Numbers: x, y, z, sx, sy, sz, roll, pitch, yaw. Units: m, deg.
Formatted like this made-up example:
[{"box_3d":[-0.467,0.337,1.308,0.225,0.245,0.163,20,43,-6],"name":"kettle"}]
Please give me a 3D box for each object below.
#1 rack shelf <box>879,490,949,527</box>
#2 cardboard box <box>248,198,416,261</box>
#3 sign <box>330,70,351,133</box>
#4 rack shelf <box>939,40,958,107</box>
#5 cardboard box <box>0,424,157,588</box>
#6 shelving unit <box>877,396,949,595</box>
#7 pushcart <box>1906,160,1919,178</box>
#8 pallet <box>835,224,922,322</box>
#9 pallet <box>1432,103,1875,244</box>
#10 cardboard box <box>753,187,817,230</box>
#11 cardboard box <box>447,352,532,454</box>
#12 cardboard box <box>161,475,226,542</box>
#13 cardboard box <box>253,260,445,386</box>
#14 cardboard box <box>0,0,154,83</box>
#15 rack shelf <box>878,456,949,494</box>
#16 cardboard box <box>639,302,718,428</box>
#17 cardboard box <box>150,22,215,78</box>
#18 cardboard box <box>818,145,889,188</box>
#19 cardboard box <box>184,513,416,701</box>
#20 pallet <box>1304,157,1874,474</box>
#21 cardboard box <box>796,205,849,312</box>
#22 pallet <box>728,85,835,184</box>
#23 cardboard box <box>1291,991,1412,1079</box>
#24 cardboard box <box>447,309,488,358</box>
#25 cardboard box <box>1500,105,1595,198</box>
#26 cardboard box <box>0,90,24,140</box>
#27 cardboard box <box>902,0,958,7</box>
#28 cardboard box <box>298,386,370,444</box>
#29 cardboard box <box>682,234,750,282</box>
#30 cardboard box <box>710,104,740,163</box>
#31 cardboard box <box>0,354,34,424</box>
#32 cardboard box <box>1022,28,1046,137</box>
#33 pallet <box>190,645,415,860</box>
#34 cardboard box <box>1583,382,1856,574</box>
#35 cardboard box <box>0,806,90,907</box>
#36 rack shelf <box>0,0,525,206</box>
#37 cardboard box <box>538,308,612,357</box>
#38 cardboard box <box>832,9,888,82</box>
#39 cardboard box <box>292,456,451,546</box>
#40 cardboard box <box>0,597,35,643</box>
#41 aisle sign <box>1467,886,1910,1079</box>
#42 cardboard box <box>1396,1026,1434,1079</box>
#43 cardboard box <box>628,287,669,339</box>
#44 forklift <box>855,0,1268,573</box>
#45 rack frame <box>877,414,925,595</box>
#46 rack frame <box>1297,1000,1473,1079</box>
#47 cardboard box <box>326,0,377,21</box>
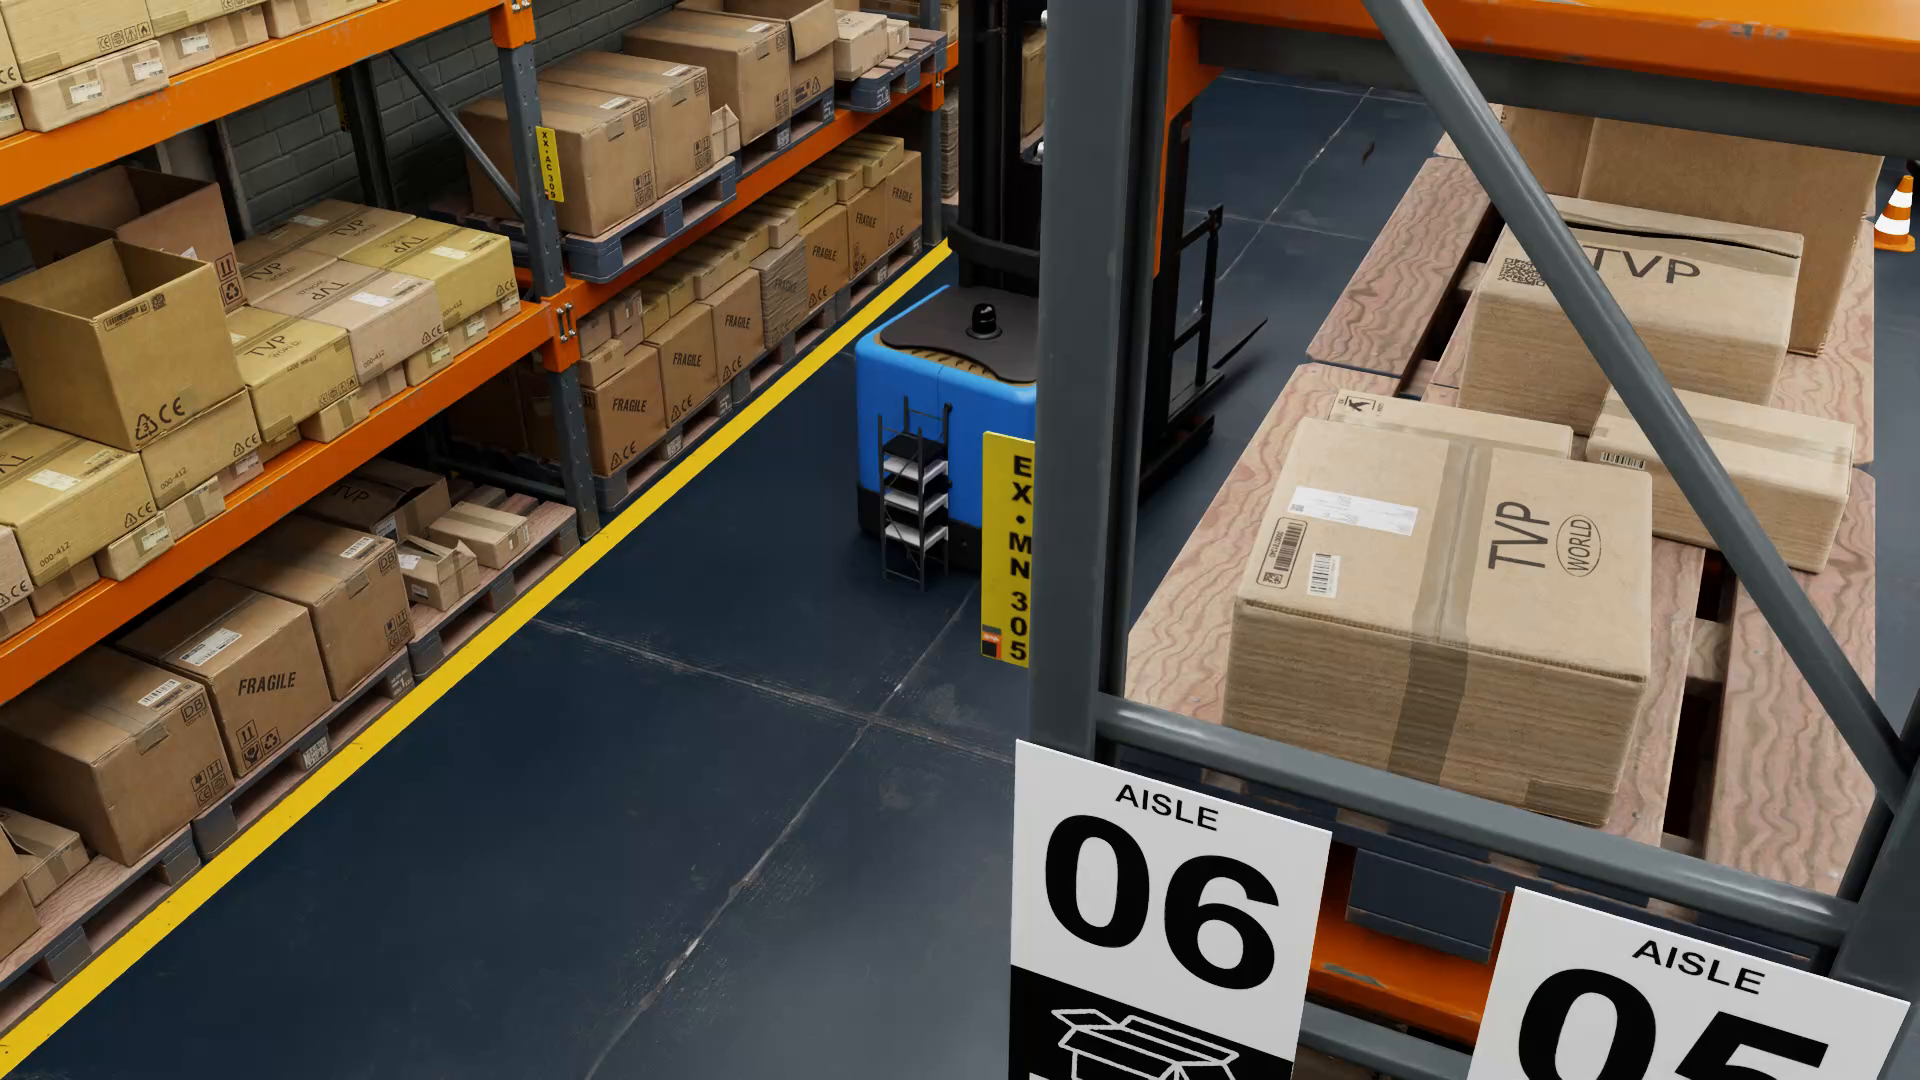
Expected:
[{"box_3d":[-0.214,-0.174,7.755,0.258,0.077,0.200,20,38,27],"name":"rack shelf"},{"box_3d":[-2.729,-1.262,7.305,0.500,0.250,0.500,14,36,20],"name":"cardboard box"},{"box_3d":[-2.782,-1.995,7.501,0.100,0.325,0.005,14,36,20],"name":"sign"},{"box_3d":[0.234,-4.073,12.382,1.077,0.370,4.000,14,36,20],"name":"rack shelf"},{"box_3d":[-3.095,-0.124,5.568,0.500,0.250,0.500,13,36,20],"name":"cardboard box"},{"box_3d":[-0.214,-0.202,7.737,0.258,0.900,0.210,20,38,27],"name":"shelving unit"},{"box_3d":[7.673,-2.638,11.929,1.648,0.377,0.936,3,33,4],"name":"pushcart"},{"box_3d":[-0.949,-1.848,10.876,1.003,0.211,1.213,14,36,20],"name":"pallet"},{"box_3d":[1.882,-1.061,4.478,1.003,0.211,1.213,14,36,20],"name":"pallet"},{"box_3d":[-1.071,-1.966,9.817,0.380,0.149,0.250,14,36,20],"name":"cardboard box"},{"box_3d":[-2.339,-0.828,8.674,0.500,0.500,0.500,14,36,20],"name":"cardboard box"},{"box_3d":[-2.887,-0.155,5.980,0.380,0.149,0.250,15,36,22],"name":"cardboard box"},{"box_3d":[-2.464,-0.885,6.729,0.500,0.250,0.500,14,36,21],"name":"cardboard box"},{"box_3d":[-2.901,-1.641,5.146,0.500,0.250,0.500,14,36,20],"name":"cardboard box"},{"box_3d":[-0.214,-0.324,7.657,0.258,0.077,0.200,20,38,27],"name":"rack shelf"},{"box_3d":[-1.656,-0.973,8.894,0.500,0.500,0.500,14,36,20],"name":"cardboard box"},{"box_3d":[-2.729,-1.660,5.540,0.380,0.149,0.250,15,36,21],"name":"cardboard box"},{"box_3d":[-0.665,-2.332,10.376,0.380,0.149,0.250,12,35,18],"name":"cardboard box"},{"box_3d":[-2.780,0.260,7.015,0.700,0.500,0.500,13,35,19],"name":"cardboard box"},{"box_3d":[1.370,-0.455,3.554,1.003,0.211,1.213,14,36,20],"name":"pallet"},{"box_3d":[-1.020,-1.740,10.065,0.500,0.500,0.500,16,36,23],"name":"cardboard box"},{"box_3d":[-1.412,-2.328,9.240,1.003,0.211,1.213,14,36,20],"name":"pallet"},{"box_3d":[0.528,0.788,2.719,0.380,0.149,0.250,15,36,21],"name":"cardboard box"},{"box_3d":[-2.269,-0.929,7.160,0.380,0.149,0.250,15,36,22],"name":"cardboard box"},{"box_3d":[1.699,-1.085,3.865,0.797,0.503,0.637,17,37,24],"name":"cardboard box"},{"box_3d":[-3.048,-1.278,4.958,0.380,0.149,0.250,14,36,20],"name":"cardboard box"},{"box_3d":[-0.173,-3.683,10.813,0.500,0.250,0.500,14,36,20],"name":"cardboard box"},{"box_3d":[-2.572,-0.536,6.561,0.380,0.149,0.250,14,36,20],"name":"cardboard box"},{"box_3d":[-1.395,-1.569,9.213,0.380,0.149,0.250,15,36,22],"name":"cardboard box"},{"box_3d":[-1.346,-2.109,8.470,0.396,0.266,0.258,16,36,23],"name":"cardboard box"},{"box_3d":[-3.351,-0.507,6.154,0.500,0.250,0.500,14,36,20],"name":"cardboard box"},{"box_3d":[0.218,-3.530,12.681,0.875,0.625,0.625,13,35,19],"name":"cardboard box"},{"box_3d":[-3.074,0.732,6.941,1.003,0.211,1.213,14,36,20],"name":"pallet"},{"box_3d":[1.224,-0.112,2.705,0.380,0.149,0.250,16,36,22],"name":"cardboard box"},{"box_3d":[-3.395,1.138,5.996,0.380,0.149,0.250,13,35,19],"name":"cardboard box"},{"box_3d":[-3.113,-1.343,5.483,1.077,0.370,4.000,14,36,20],"name":"rack shelf"},{"box_3d":[-1.940,-1.043,8.139,0.380,0.149,0.250,14,36,20],"name":"cardboard box"},{"box_3d":[-0.750,-2.891,9.677,0.500,0.250,0.500,12,35,18],"name":"cardboard box"},{"box_3d":[-2.767,-0.162,7.830,0.500,0.311,0.500,15,36,22],"name":"cardboard box"},{"box_3d":[-3.259,0.223,5.403,0.380,0.149,0.250,15,36,22],"name":"cardboard box"},{"box_3d":[0.793,0.759,1.986,0.394,0.787,0.004,14,36,20],"name":"aisle sign"},{"box_3d":[0.546,0.989,3.003,0.500,0.500,0.500,15,36,22],"name":"cardboard box"},{"box_3d":[-1.742,-1.191,8.636,0.380,0.149,0.250,12,35,18],"name":"cardboard box"},{"box_3d":[0.722,-1.779,8.290,1.130,2.935,3.031,20,38,27],"name":"forklift"},{"box_3d":[-0.270,-0.155,7.666,0.240,0.900,0.006,20,38,27],"name":"rack frame"},{"box_3d":[0.560,1.744,2.855,1.000,3.000,0.127,14,36,20],"name":"rack frame"},{"box_3d":[-2.384,-2.035,6.112,0.380,0.149,0.250,15,36,22],"name":"cardboard box"}]
